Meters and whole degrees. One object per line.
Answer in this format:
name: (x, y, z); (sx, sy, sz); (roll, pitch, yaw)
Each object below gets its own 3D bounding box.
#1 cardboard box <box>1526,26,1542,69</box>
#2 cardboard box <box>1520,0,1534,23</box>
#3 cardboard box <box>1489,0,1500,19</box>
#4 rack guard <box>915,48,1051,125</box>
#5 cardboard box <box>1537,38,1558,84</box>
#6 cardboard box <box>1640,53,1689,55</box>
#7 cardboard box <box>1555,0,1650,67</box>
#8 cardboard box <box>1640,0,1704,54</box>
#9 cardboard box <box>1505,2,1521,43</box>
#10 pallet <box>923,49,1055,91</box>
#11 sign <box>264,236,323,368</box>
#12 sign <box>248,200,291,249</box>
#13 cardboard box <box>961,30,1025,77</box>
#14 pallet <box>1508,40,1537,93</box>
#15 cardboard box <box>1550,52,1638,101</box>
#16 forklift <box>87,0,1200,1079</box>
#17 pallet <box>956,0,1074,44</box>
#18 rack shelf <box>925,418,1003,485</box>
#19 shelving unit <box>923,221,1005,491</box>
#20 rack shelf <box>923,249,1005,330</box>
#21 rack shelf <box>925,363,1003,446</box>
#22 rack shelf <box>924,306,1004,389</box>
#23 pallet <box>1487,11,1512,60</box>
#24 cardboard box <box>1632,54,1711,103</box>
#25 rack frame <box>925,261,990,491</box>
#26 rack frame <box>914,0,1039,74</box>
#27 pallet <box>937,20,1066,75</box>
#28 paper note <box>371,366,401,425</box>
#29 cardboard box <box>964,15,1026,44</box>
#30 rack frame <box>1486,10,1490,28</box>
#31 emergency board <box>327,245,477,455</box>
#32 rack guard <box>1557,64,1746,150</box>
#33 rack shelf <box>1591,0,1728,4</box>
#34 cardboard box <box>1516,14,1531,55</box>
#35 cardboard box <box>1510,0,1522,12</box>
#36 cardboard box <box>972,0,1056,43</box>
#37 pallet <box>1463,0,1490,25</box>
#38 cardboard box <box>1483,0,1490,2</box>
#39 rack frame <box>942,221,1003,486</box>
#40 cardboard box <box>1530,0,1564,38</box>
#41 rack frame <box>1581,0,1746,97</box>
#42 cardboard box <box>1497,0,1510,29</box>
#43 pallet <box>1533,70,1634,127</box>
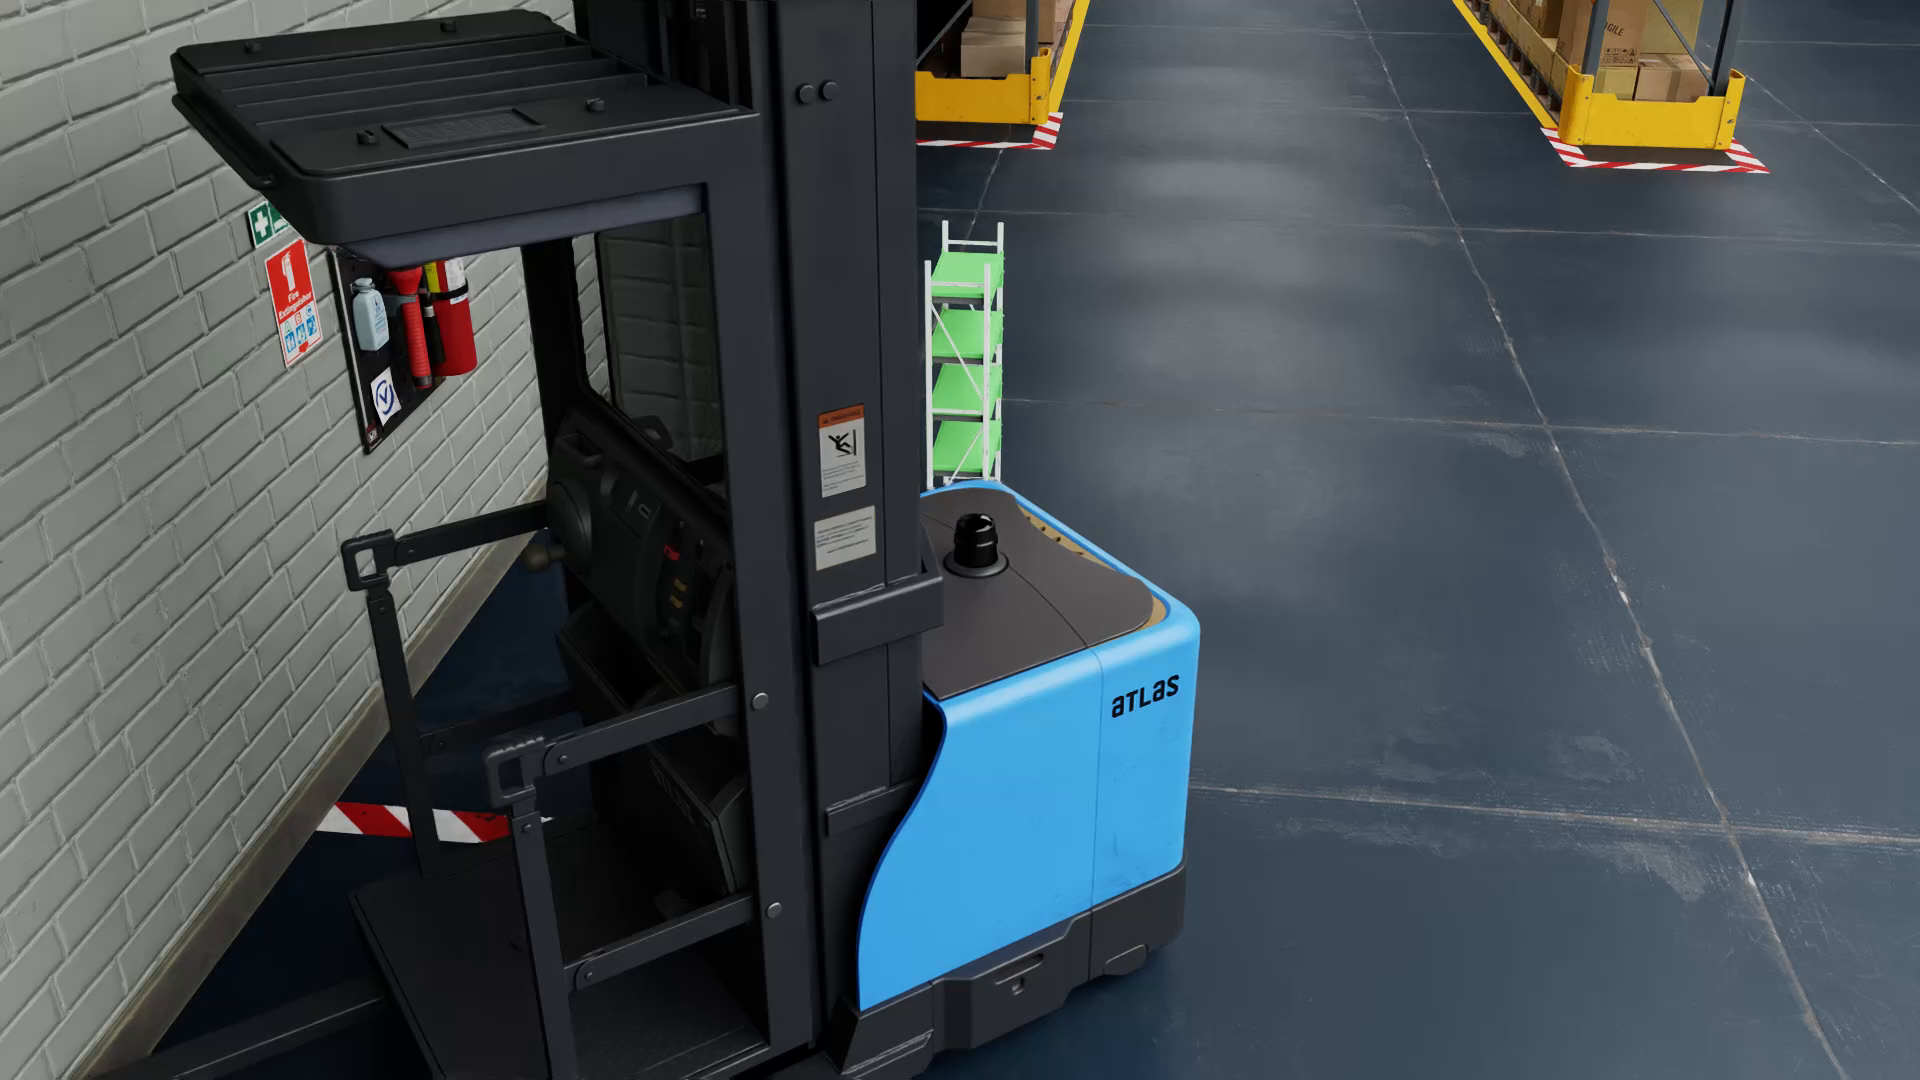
cardboard box: (4.880, -3.969, 13.410); (0.500, 0.250, 0.500); (3, 28, 6)
cardboard box: (4.940, -4.534, 13.669); (0.500, 0.500, 0.500); (3, 28, 6)
cardboard box: (5.131, -4.910, 15.157); (0.500, 0.250, 0.500); (3, 28, 6)
rack guard: (0.091, -3.474, 12.672); (1.175, 0.500, 0.348); (3, 28, 6)
cardboard box: (4.821, -3.733, 12.973); (0.500, 0.250, 0.500); (3, 28, 6)
cardboard box: (5.343, -3.702, 12.916); (0.500, 0.250, 0.500); (3, 28, 6)
cardboard box: (4.769, -3.827, 12.357); (0.500, 0.500, 0.500); (3, 28, 6)
cardboard box: (5.345, -4.033, 12.738); (0.500, 0.500, 0.500); (3, 28, 6)
cardboard box: (4.999, -4.439, 14.284); (0.500, 0.250, 0.500); (3, 28, 6)
pallet: (0.226, -3.728, 13.447); (1.003, 0.211, 1.213); (3, 28, 6)
sign: (-1.937, -0.695, 4.840); (0.001, 0.329, 0.234); (3, 28, 6)
sign: (-1.927, -0.930, 4.717); (0.001, 0.109, 0.331); (3, 28, 6)
cardboard box: (0.256, -3.870, 13.141); (0.500, 0.311, 0.500); (0, 28, 0)
pallet: (5.203, -3.961, 13.879); (1.003, 0.211, 1.213); (3, 28, 6)
cardboard box: (4.771, -3.497, 12.535); (0.500, 0.250, 0.500); (3, 28, 6)
forklift: (-0.898, 0.029, 3.606); (3.031, 2.935, 1.130); (-17, 33, -29)
pallet: (0.525, -4.876, 15.579); (1.003, 0.211, 1.213); (3, 28, 6)
rack shelf: (0.020, -0.339, 6.754); (0.258, 0.148, 0.480); (3, 28, 6)
shelving unit: (0.020, -0.606, 6.610); (0.258, 1.200, 0.503); (3, 28, 6)
rack shelf: (0.020, -0.972, 6.413); (0.258, 0.148, 0.480); (3, 28, 6)
rack shelf: (0.020, -0.550, 6.640); (0.258, 0.148, 0.480); (3, 28, 6)
rack shelf: (0.020, -0.761, 6.527); (0.258, 0.148, 0.480); (3, 28, 6)
pallet: (5.350, -4.536, 14.948); (1.003, 0.211, 1.213); (3, 28, 6)
cardboard box: (5.285, -3.467, 12.479); (0.500, 0.250, 0.500); (3, 28, 6)
rack frame: (-0.010, -0.491, 6.397); (0.240, 1.200, 0.015); (3, 28, 6)
rack frame: (0.082, -4.539, 12.013); (1.000, 3.000, 0.127); (3, 28, 6)
pallet: (0.378, -4.300, 14.510); (1.003, 0.211, 1.213); (3, 28, 6)
paper note: (-1.857, -0.466, 5.382); (0.016, 0.148, 0.142); (3, 28, 6)
cardboard box: (0.326, -4.138, 13.639); (0.500, 0.311, 0.500); (6, 29, 10)
rack frame: (5.489, -6.136, 14.977); (1.000, 3.000, 0.127); (3, 28, 6)
emergency board: (-1.766, -0.934, 5.320); (0.194, 1.169, 0.643); (3, 28, 6)
rack guard: (4.996, -3.141, 12.054); (1.175, 0.500, 0.348); (3, 28, 6)
rack shelf: (5.244, -4.878, 13.400); (1.077, 0.370, 4.000); (3, 28, 6)
cardboard box: (4.943, -4.204, 13.847); (0.500, 0.250, 0.500); (3, 28, 6)
cardboard box: (4.999, -4.770, 14.106); (0.500, 0.500, 0.500); (3, 28, 6)
cardboard box: (0.466, -4.564, 14.230); (0.700, 0.500, 0.500); (2, 28, 3)
pallet: (5.541, -5.257, 16.286); (1.003, 0.211, 1.213); (3, 28, 6)
cardboard box: (5.252, -5.322, 15.923); (0.500, 0.250, 0.500); (3, 28, 6)
rack frame: (0.050, -0.721, 6.823); (0.240, 1.200, 0.015); (3, 28, 6)
cardboard box: (4.877, -4.299, 13.232); (0.500, 0.500, 0.500); (3, 28, 6)
rack frame: (4.999, -4.253, 11.482); (1.000, 3.000, 0.127); (3, 28, 6)
cardboard box: (5.065, -4.675, 14.720); (0.500, 0.250, 0.500); (3, 28, 6)
pallet: (5.051, -3.388, 12.816); (1.003, 0.211, 1.213); (3, 28, 6)
